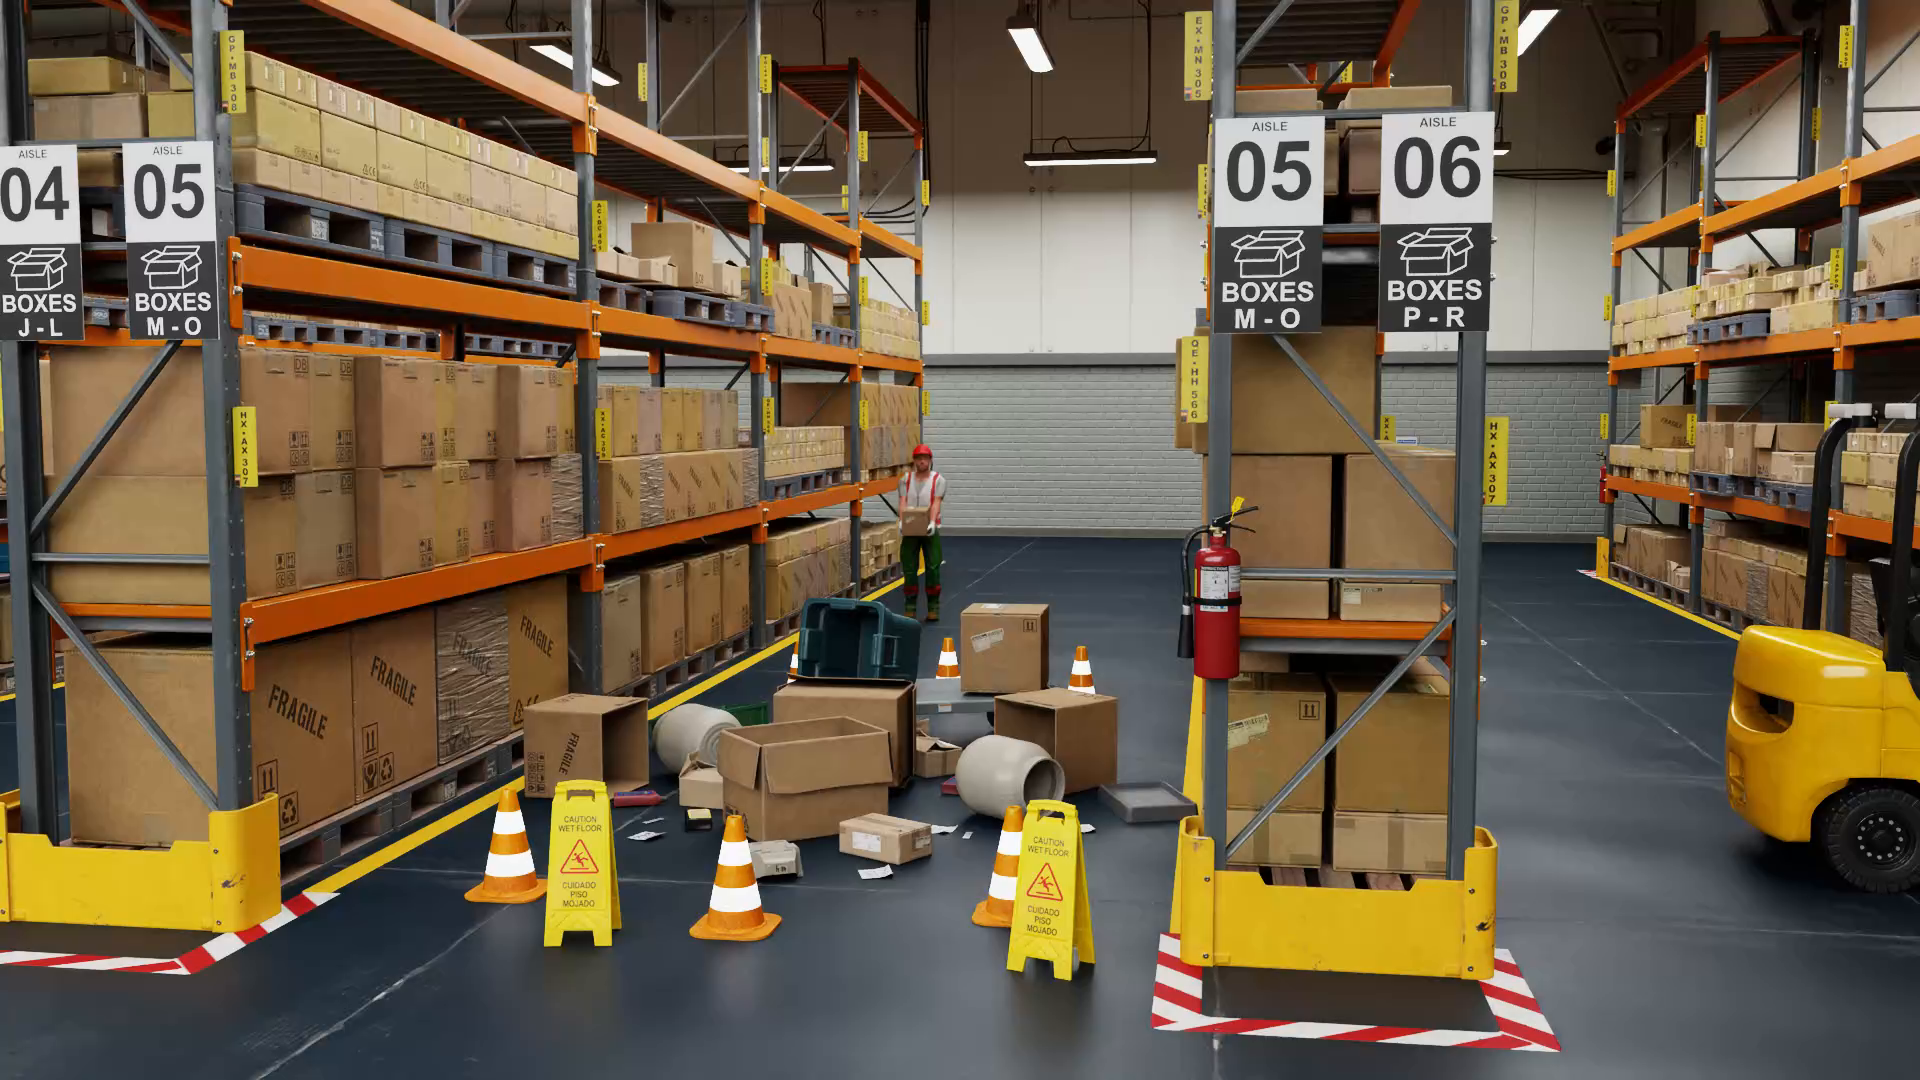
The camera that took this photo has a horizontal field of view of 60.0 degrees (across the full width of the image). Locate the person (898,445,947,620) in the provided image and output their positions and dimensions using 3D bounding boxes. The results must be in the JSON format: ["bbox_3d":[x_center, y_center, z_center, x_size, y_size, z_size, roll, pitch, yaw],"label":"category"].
[{"bbox_3d":[-0.398,-0.072,16.865,0.495,1.786,0.564,1,4,8],"label":"person"}]
